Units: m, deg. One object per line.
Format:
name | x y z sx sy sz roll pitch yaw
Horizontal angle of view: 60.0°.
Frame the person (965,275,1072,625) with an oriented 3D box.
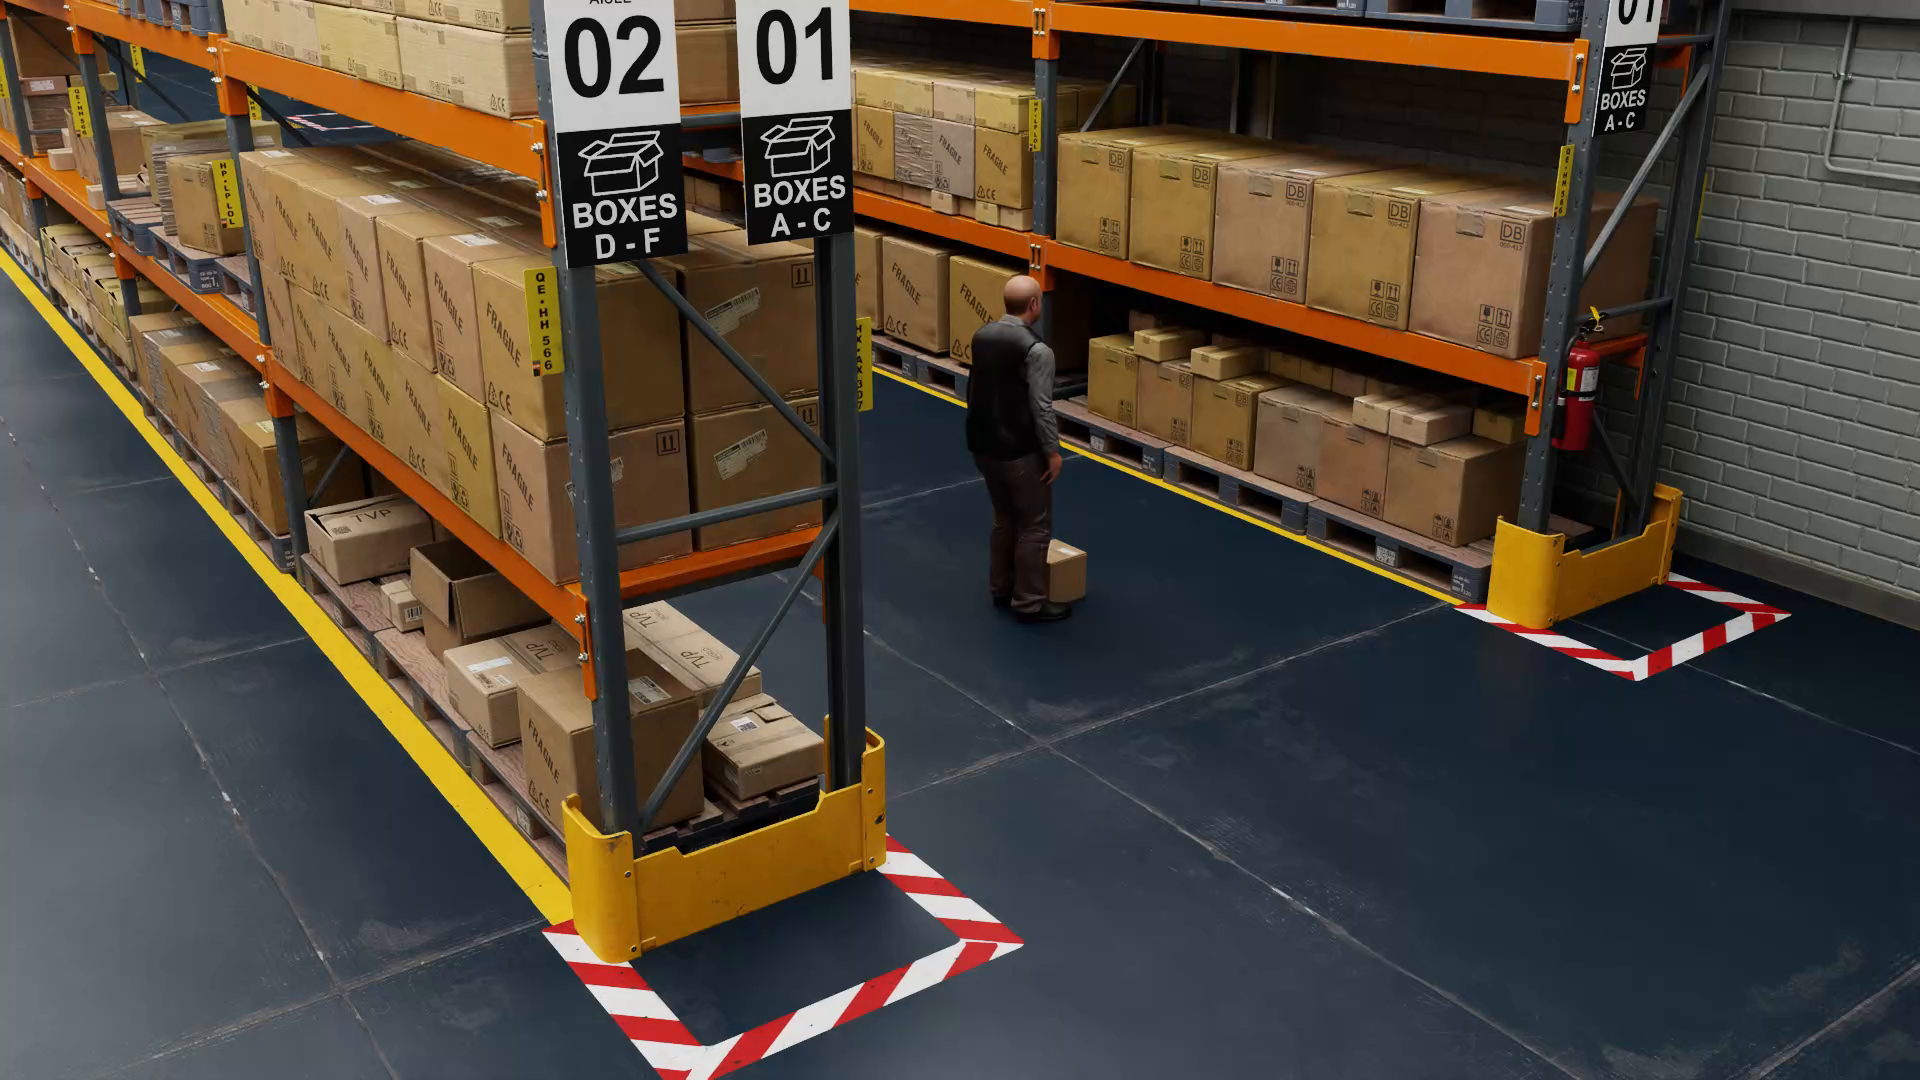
person | 0.278 -0.457 8.296 0.474 1.720 0.592 -16 27 -36
